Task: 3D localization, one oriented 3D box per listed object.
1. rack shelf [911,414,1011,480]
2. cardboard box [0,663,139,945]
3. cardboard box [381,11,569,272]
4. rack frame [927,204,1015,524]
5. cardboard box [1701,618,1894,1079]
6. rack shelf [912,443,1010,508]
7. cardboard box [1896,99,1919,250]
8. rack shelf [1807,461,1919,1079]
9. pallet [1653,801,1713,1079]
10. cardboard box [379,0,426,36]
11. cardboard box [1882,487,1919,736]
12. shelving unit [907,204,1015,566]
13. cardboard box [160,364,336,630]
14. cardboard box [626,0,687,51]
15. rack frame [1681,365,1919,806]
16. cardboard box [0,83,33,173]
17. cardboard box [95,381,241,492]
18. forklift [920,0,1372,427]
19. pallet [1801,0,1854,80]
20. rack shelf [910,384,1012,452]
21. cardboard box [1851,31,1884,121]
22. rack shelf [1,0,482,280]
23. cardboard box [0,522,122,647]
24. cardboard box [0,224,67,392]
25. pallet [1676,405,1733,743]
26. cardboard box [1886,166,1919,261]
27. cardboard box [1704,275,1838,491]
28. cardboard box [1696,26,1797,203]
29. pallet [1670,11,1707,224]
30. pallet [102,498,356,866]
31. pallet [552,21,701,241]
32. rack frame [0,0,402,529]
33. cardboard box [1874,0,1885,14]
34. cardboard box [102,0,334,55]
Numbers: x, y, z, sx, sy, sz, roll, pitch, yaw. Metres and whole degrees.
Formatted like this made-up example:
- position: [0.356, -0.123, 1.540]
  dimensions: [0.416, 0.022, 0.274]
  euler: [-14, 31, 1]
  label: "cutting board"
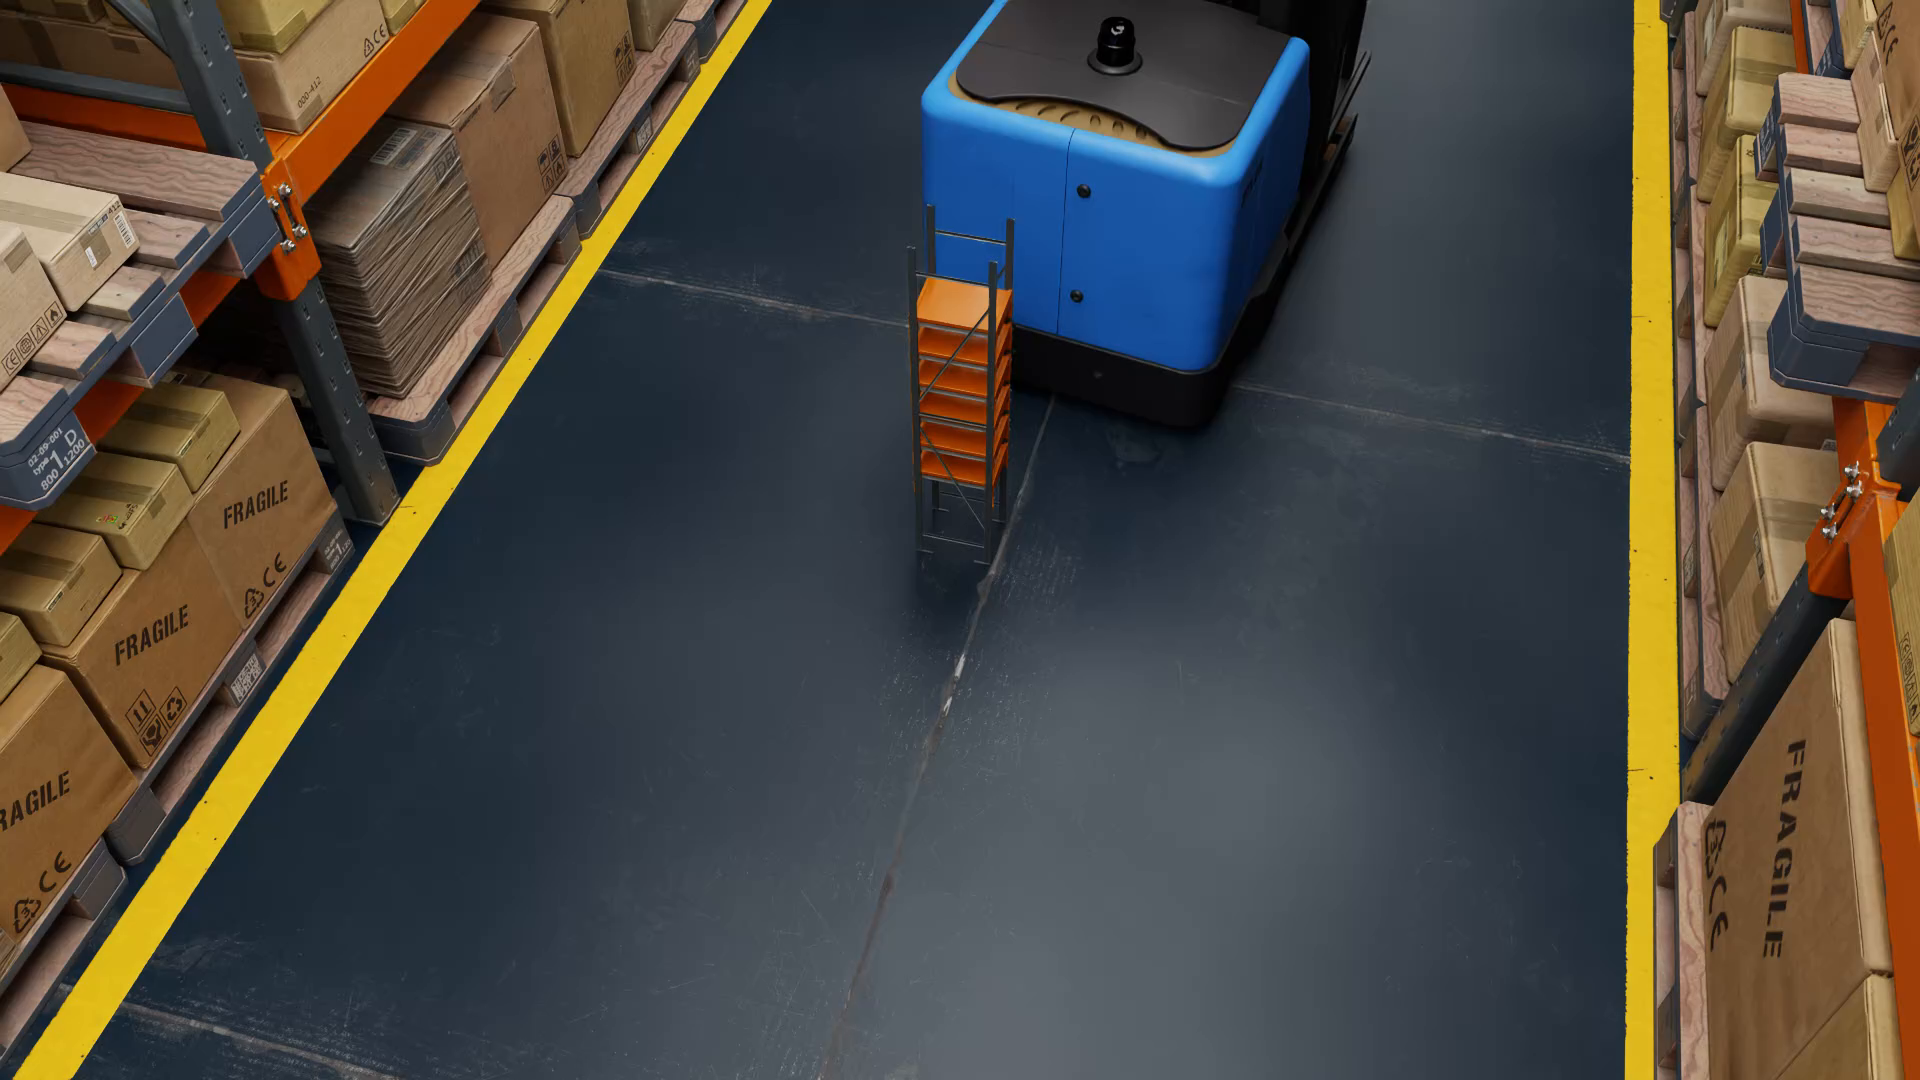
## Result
- position: [0.004, -0.299, 4.933]
  dimensions: [0.258, 0.103, 0.180]
  euler: [12, 50, 10]
  label: "rack shelf"
- position: [-2.479, 0.603, 4.104]
  dimensions: [0.500, 0.500, 0.500]
  euler: [14, 50, 12]
  label: "cardboard box"
- position: [-1.956, -1.448, 5.832]
  dimensions: [0.875, 0.625, 0.625]
  euler: [13, 50, 11]
  label: "cardboard box"
- position: [0.028, -0.474, 4.868]
  dimensions: [0.240, 1.200, 0.006]
  euler: [12, 50, 10]
  label: "rack frame"
- position: [2.230, 0.851, 3.635]
  dimensions: [0.875, 0.875, 0.875]
  euler: [11, 50, 10]
  label: "cardboard box"
- position: [0.004, -0.219, 5.023]
  dimensions: [0.258, 0.103, 0.180]
  euler: [12, 50, 10]
  label: "rack shelf"
- position: [2.343, -0.850, 3.454]
  dimensions: [0.500, 0.500, 0.500]
  euler: [10, 49, 9]
  label: "cardboard box"
- position: [1.966, 1.489, 2.415]
  dimensions: [1.077, 0.370, 4.000]
  euler: [12, 50, 10]
  label: "rack shelf"
- position: [2.212, 1.282, 3.978]
  dimensions: [1.003, 0.211, 1.213]
  euler: [12, 50, 10]
  label: "pallet"
- position: [-1.808, -1.759, 4.901]
  dimensions: [0.500, 0.250, 0.500]
  euler: [11, 49, 9]
  label: "cardboard box"
- position: [2.120, 0.158, 3.210]
  dimensions: [0.500, 0.250, 0.500]
  euler: [11, 49, 9]
  label: "cardboard box"
- position: [0.004, -0.407, 4.809]
  dimensions: [0.258, 1.200, 0.189]
  euler: [12, 50, 10]
  label: "shelving unit"
- position: [-2.202, -0.136, 4.757]
  dimensions: [0.500, 0.500, 0.500]
  euler: [13, 50, 11]
  label: "cardboard box"
- position: [-1.583, -2.480, 6.742]
  dimensions: [0.875, 0.625, 0.625]
  euler: [11, 50, 10]
  label: "cardboard box"
- position: [2.492, -0.196, 3.422]
  dimensions: [1.000, 3.000, 0.127]
  euler: [12, 50, 10]
  label: "rack frame"
- position: [-2.584, -1.003, 3.788]
  dimensions: [0.500, 0.500, 0.500]
  euler: [14, 50, 12]
  label: "cardboard box"
- position: [-2.183, -0.292, 4.461]
  dimensions: [0.380, 0.149, 0.250]
  euler: [9, 49, 8]
  label: "cardboard box"
- position: [0.914, -2.466, 5.471]
  dimensions: [1.130, 2.935, 3.031]
  euler: [18, 51, 15]
  label: "forklift"
- position: [2.973, -1.572, 4.765]
  dimensions: [1.003, 0.211, 1.213]
  euler: [12, 50, 10]
  label: "pallet"
- position: [0.004, -0.378, 4.843]
  dimensions: [0.258, 0.103, 0.180]
  euler: [12, 50, 10]
  label: "rack shelf"
- position: [2.449, -1.115, 4.121]
  dimensions: [0.380, 0.149, 0.250]
  euler: [9, 49, 8]
  label: "cardboard box"
- position: [-1.771, -2.381, 5.831]
  dimensions: [1.077, 0.370, 4.000]
  euler: [12, 50, 10]
  label: "rack shelf"
- position: [-2.337, 0.093, 4.121]
  dimensions: [0.380, 0.149, 0.250]
  euler: [10, 49, 9]
  label: "cardboard box"
- position: [-2.263, -0.435, 3.453]
  dimensions: [0.500, 0.250, 0.500]
  euler: [9, 49, 8]
  label: "cardboard box"
- position: [2.699, 0.162, 4.966]
  dimensions: [1.003, 0.211, 1.213]
  euler: [12, 50, 10]
  label: "pallet"
- position: [2.352, -0.743, 3.793]
  dimensions: [0.380, 0.149, 0.250]
  euler: [12, 50, 11]
  label: "cardboard box"
- position: [2.837, -0.407, 5.081]
  dimensions: [0.950, 0.372, 0.625]
  euler: [11, 49, 9]
  label: "cardboard box"
- position: [3.223, -1.458, 6.009]
  dimensions: [0.950, 0.372, 0.625]
  euler: [14, 50, 12]
  label: "cardboard box"
- position: [3.341, -1.603, 6.524]
  dimensions: [1.003, 0.211, 1.213]
  euler: [12, 50, 10]
  label: "pallet"
- position: [-2.531, 0.283, 4.860]
  dimensions: [1.003, 0.211, 1.213]
  euler: [12, 50, 10]
  label: "pallet"
- position: [-1.720, -1.717, 6.625]
  dimensions: [1.003, 0.211, 1.213]
  euler: [12, 50, 10]
  label: "pallet"
- position: [-2.298, -1.173, 4.284]
  dimensions: [1.000, 3.000, 0.127]
  euler: [12, 50, 10]
  label: "rack frame"
- position: [2.601, -1.591, 4.109]
  dimensions: [0.500, 0.500, 0.500]
  euler: [9, 49, 7]
  label: "cardboard box"
- position: [-1.921, -1.556, 4.389]
  dimensions: [0.500, 0.250, 0.500]
  euler: [12, 50, 10]
  label: "cardboard box"
